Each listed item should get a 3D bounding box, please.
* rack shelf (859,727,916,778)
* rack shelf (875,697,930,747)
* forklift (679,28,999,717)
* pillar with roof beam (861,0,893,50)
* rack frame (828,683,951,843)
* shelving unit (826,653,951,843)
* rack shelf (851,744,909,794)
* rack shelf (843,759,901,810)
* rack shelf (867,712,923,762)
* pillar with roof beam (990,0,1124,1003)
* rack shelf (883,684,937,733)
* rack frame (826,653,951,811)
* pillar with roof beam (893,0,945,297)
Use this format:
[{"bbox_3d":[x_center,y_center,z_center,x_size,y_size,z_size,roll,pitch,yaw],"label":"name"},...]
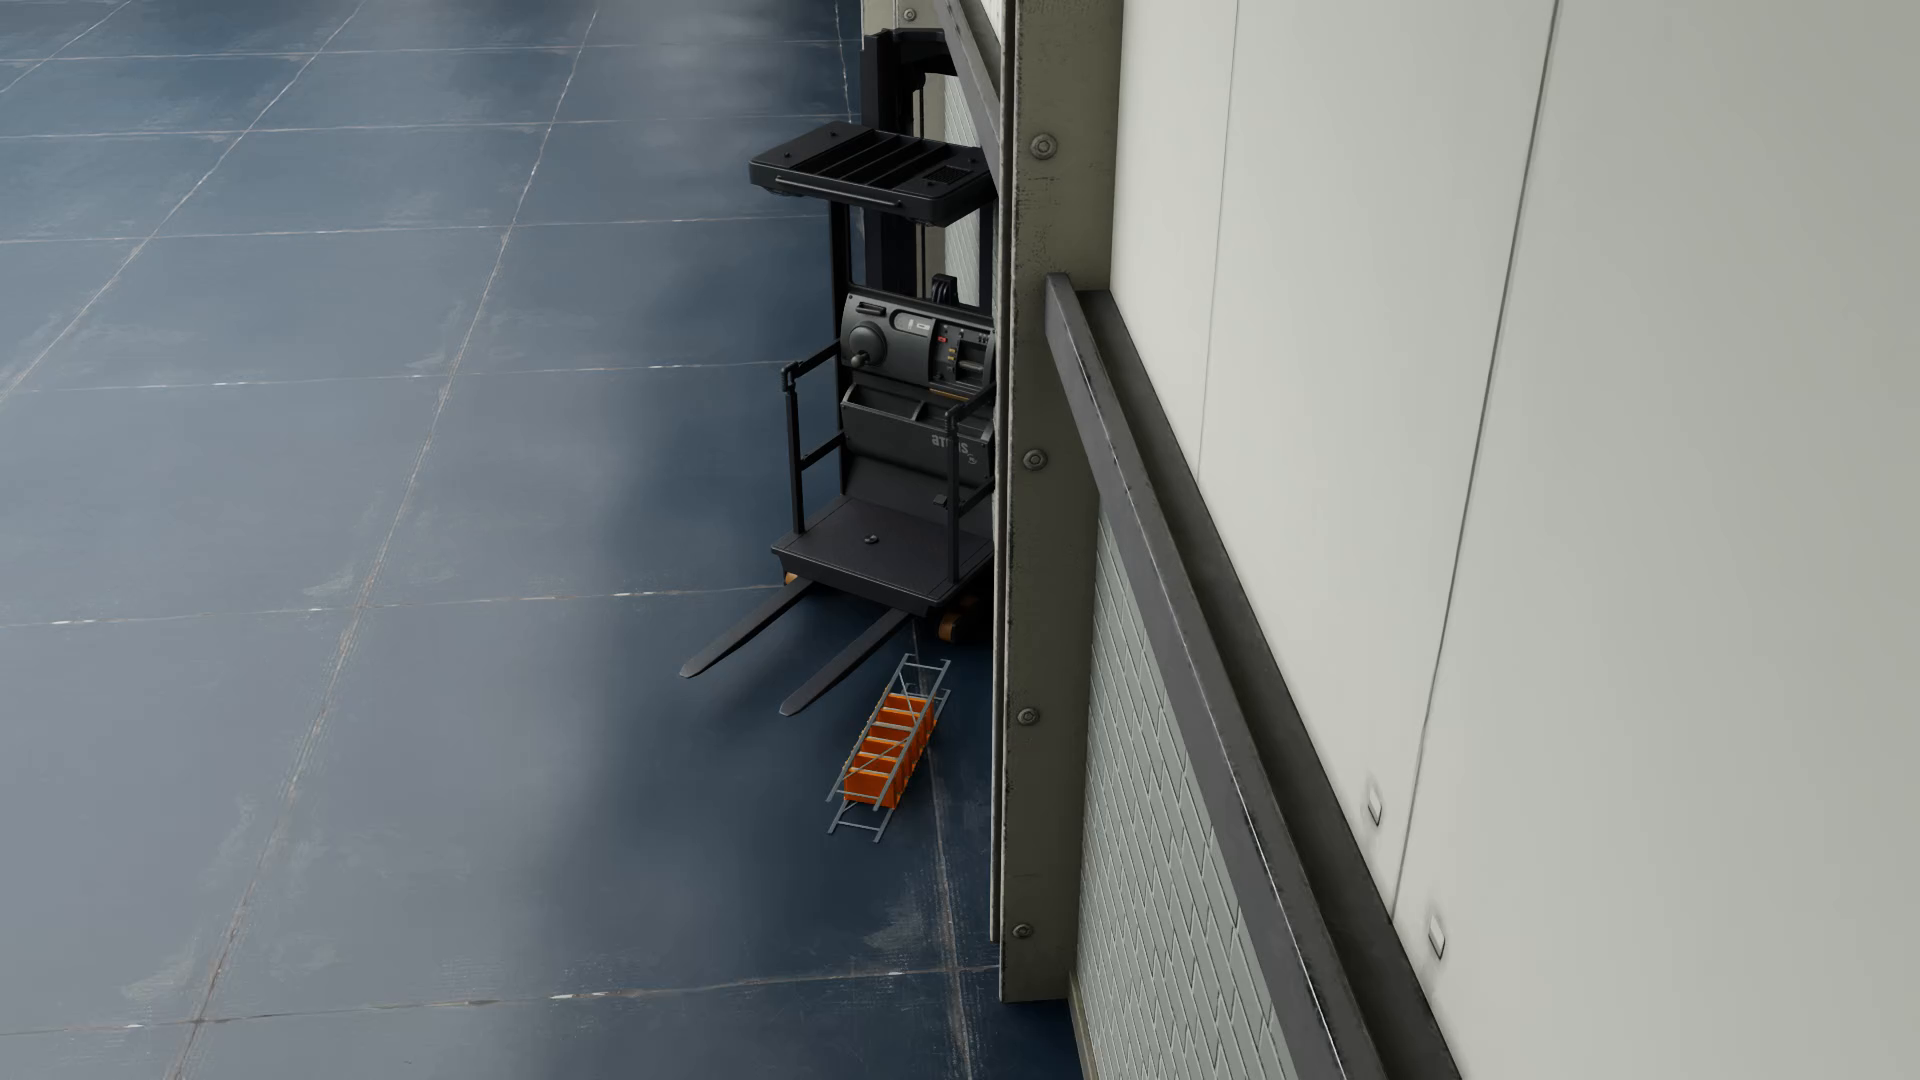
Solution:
[{"bbox_3d":[-0.342,1.005,7.879,0.258,0.180,0.103,8,32,13],"label":"rack shelf"},{"bbox_3d":[-0.278,0.886,8.078,0.258,0.180,0.103,8,32,13],"label":"rack shelf"},{"bbox_3d":[-0.324,-0.981,8.535,1.130,2.935,3.031,17,35,26],"label":"forklift"},{"bbox_3d":[-5.110,-8.042,14.438,9.100,9.000,0.400,-3,31,-5],"label":"pillar with roof beam"},{"bbox_3d":[-0.322,1.046,7.989,0.240,0.006,1.200,8,32,13],"label":"rack frame"},{"bbox_3d":[-0.322,0.967,7.942,0.258,0.189,1.200,8,32,13],"label":"shelving unit"},{"bbox_3d":[-0.375,1.064,7.780,0.258,0.180,0.103,8,32,13],"label":"rack shelf"},{"bbox_3d":[-0.407,1.123,7.681,0.258,0.180,0.103,8,32,13],"label":"rack shelf"},{"bbox_3d":[-0.310,0.945,7.979,0.258,0.180,0.103,8,32,13],"label":"rack shelf"},{"bbox_3d":[-3.989,-1.915,4.181,9.100,9.000,0.400,-3,31,-5],"label":"pillar with roof beam"},{"bbox_3d":[-0.245,0.827,8.177,0.258,0.180,0.103,8,32,13],"label":"rack shelf"},{"bbox_3d":[-0.322,0.889,7.895,0.240,0.006,1.200,8,32,13],"label":"rack frame"},{"bbox_3d":[-4.549,-4.978,9.309,9.100,9.000,0.400,-3,31,-5],"label":"pillar with roof beam"}]
